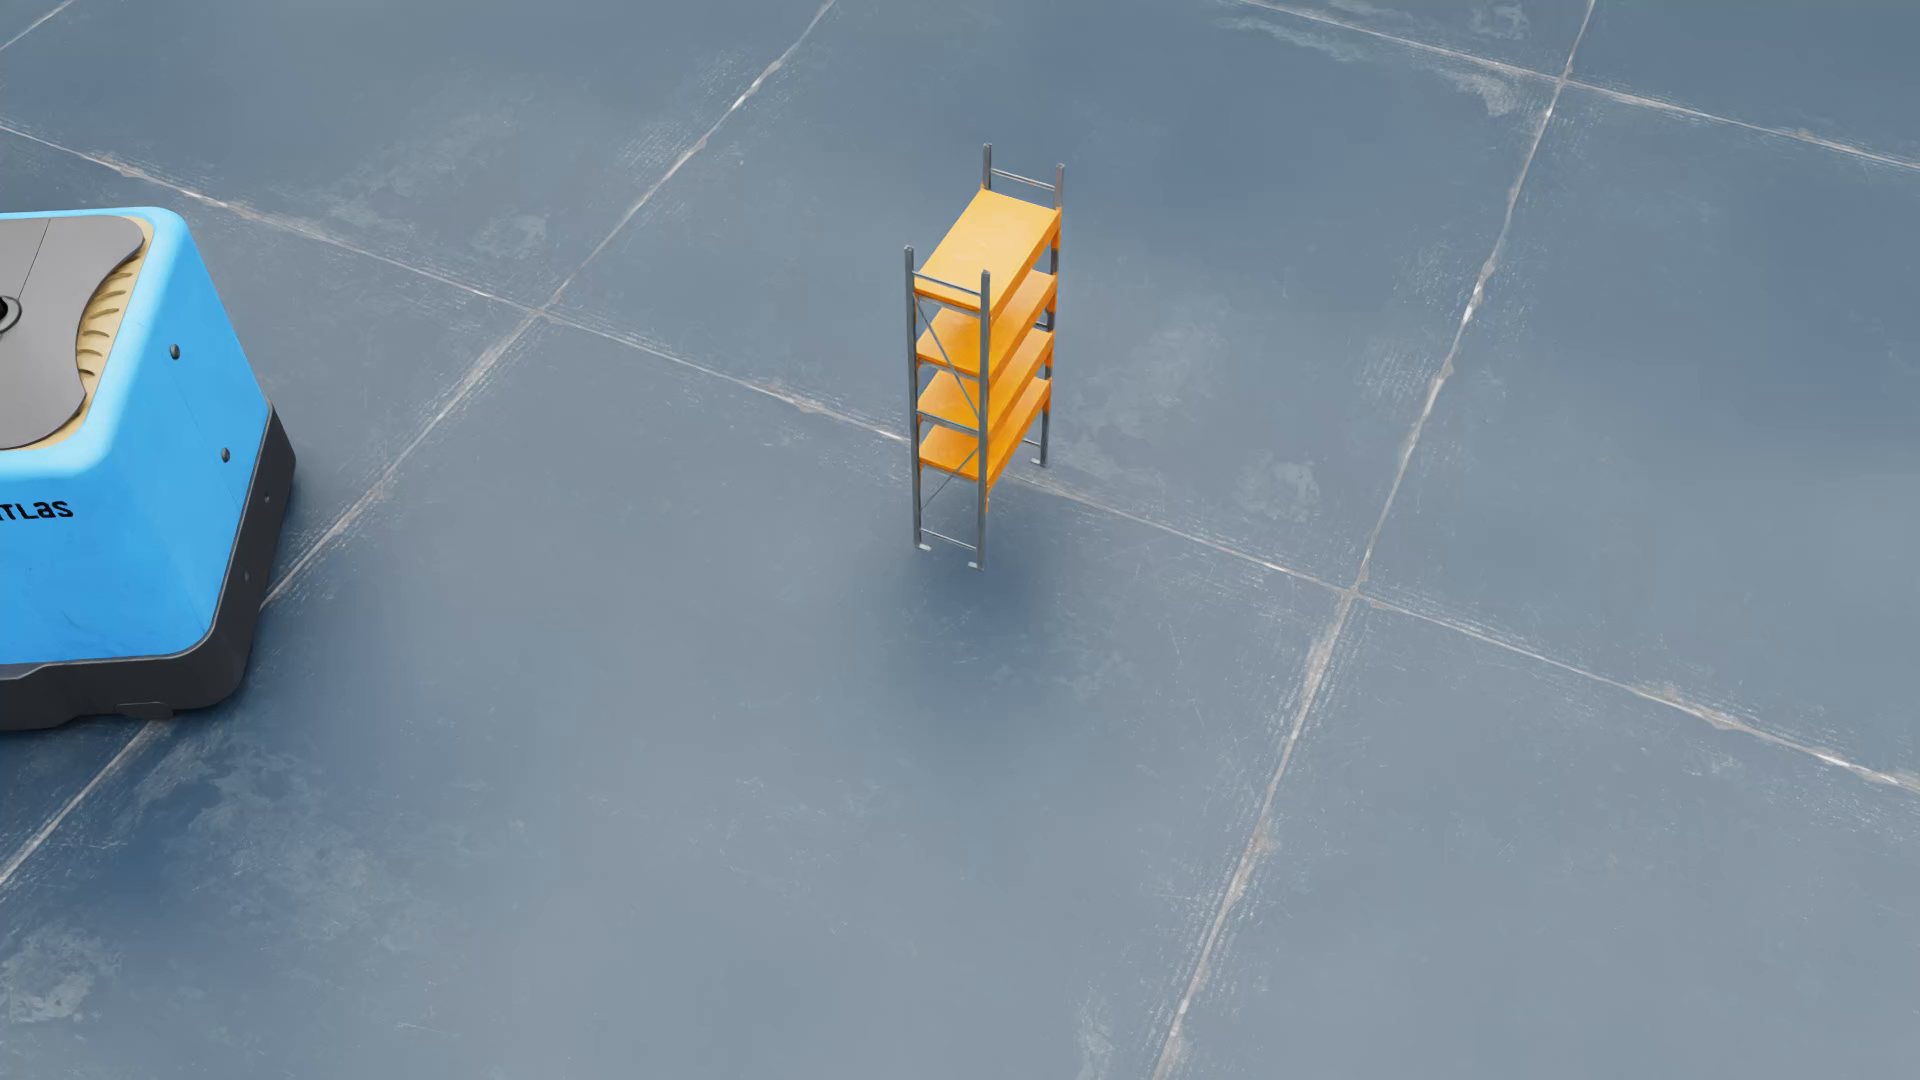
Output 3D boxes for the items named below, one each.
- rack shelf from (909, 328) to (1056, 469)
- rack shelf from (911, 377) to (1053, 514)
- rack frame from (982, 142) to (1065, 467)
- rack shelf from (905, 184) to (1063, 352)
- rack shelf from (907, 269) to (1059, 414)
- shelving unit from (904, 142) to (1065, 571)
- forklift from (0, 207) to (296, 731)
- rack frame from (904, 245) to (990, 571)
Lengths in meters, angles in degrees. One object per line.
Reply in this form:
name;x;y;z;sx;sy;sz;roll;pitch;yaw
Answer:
rack shelf;0.071;-0.459;4.941;0.258;0.148;0.480;20;52;16
rack shelf;0.071;-0.331;5.092;0.258;0.148;0.480;20;52;16
rack frame;0.175;-0.671;5.033;0.240;1.200;0.015;20;52;16
rack shelf;0.071;-0.757;4.591;0.258;0.148;0.480;20;52;16
rack shelf;0.071;-0.604;4.771;0.258;0.148;0.480;20;52;16
shelving unit;0.071;-0.503;4.890;0.258;1.200;0.503;20;52;16
forklift;-3.620;-0.740;3.955;3.031;2.935;1.130;-3;50;-3
rack frame;-0.034;-0.335;4.747;0.240;1.200;0.015;20;52;16
